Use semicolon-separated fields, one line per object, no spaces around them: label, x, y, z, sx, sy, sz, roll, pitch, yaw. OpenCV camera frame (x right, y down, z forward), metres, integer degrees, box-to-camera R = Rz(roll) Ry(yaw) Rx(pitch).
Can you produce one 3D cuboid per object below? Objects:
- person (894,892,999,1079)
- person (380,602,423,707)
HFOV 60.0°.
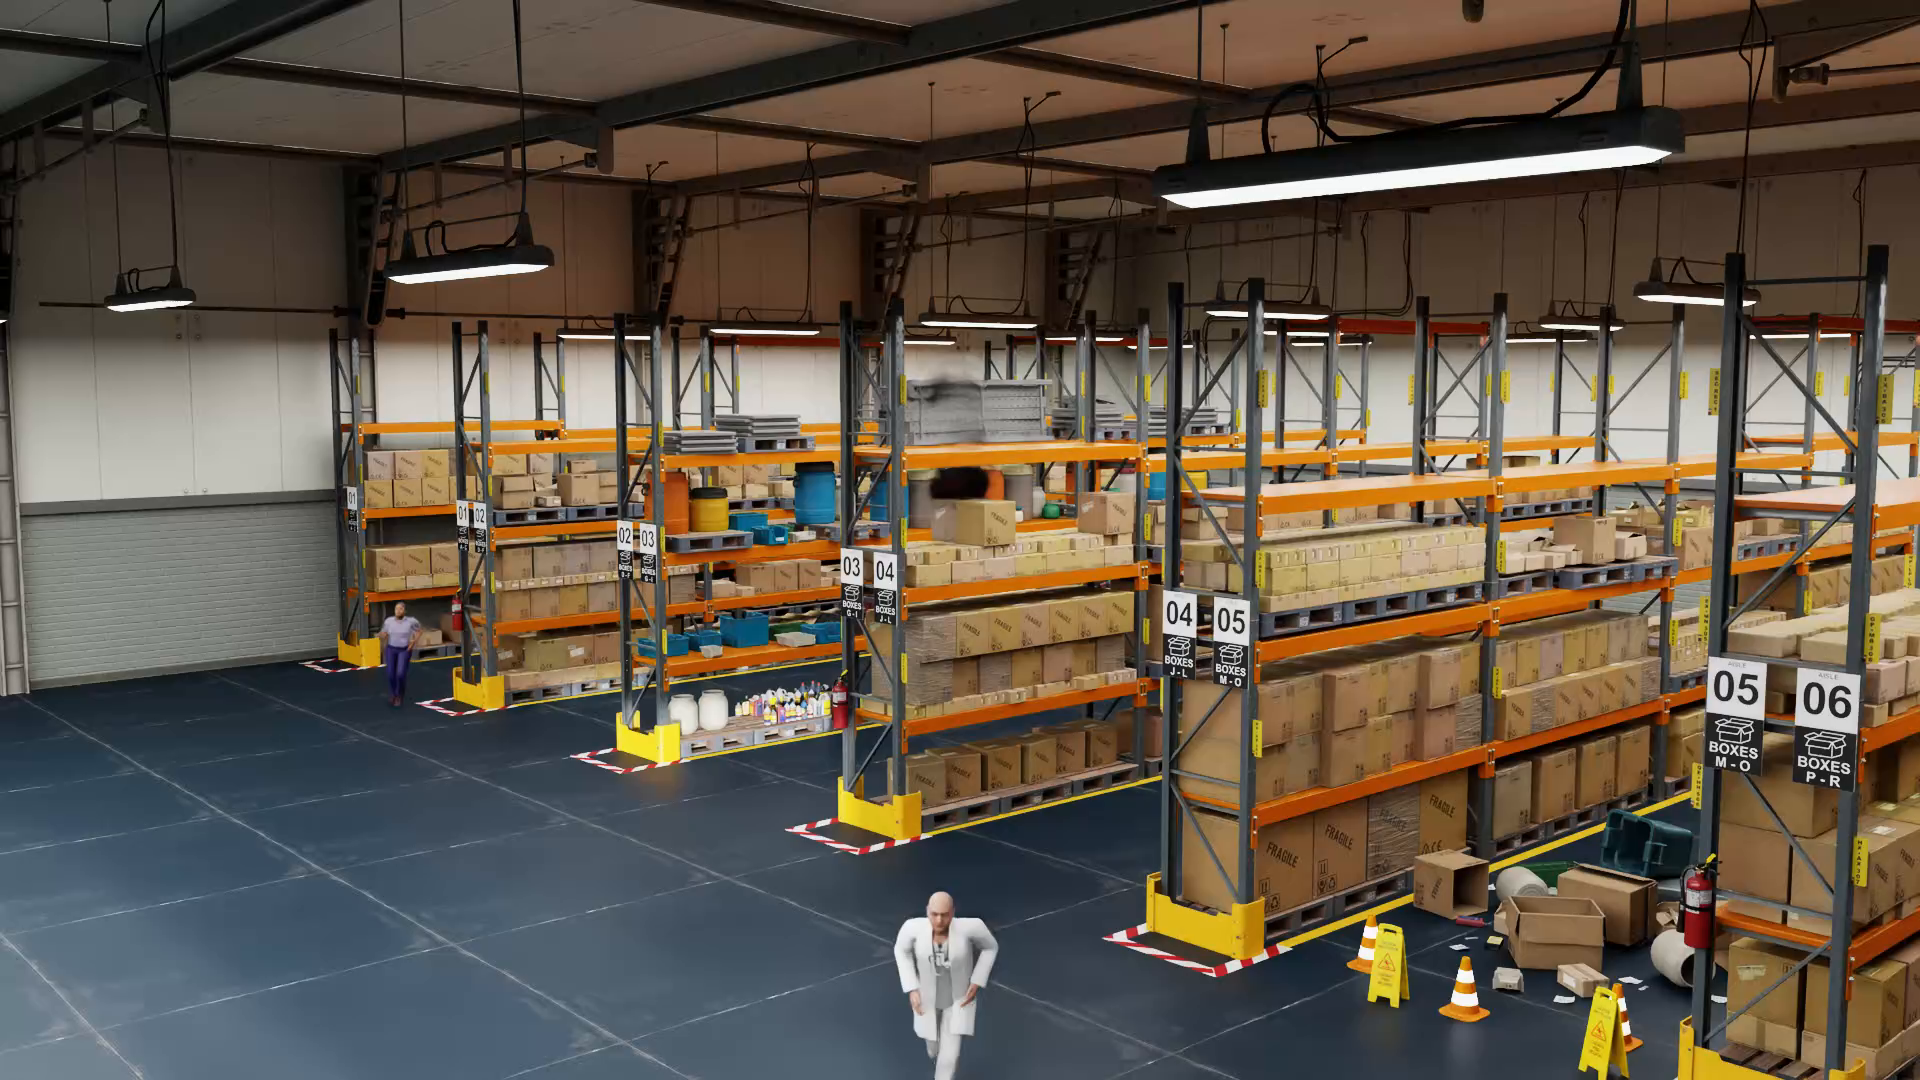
person;-0.093;3.196;11.589;0.722;1.739;0.977;0;6;2
person;-8.763;1.802;26.042;0.604;1.671;0.682;0;6;-2
